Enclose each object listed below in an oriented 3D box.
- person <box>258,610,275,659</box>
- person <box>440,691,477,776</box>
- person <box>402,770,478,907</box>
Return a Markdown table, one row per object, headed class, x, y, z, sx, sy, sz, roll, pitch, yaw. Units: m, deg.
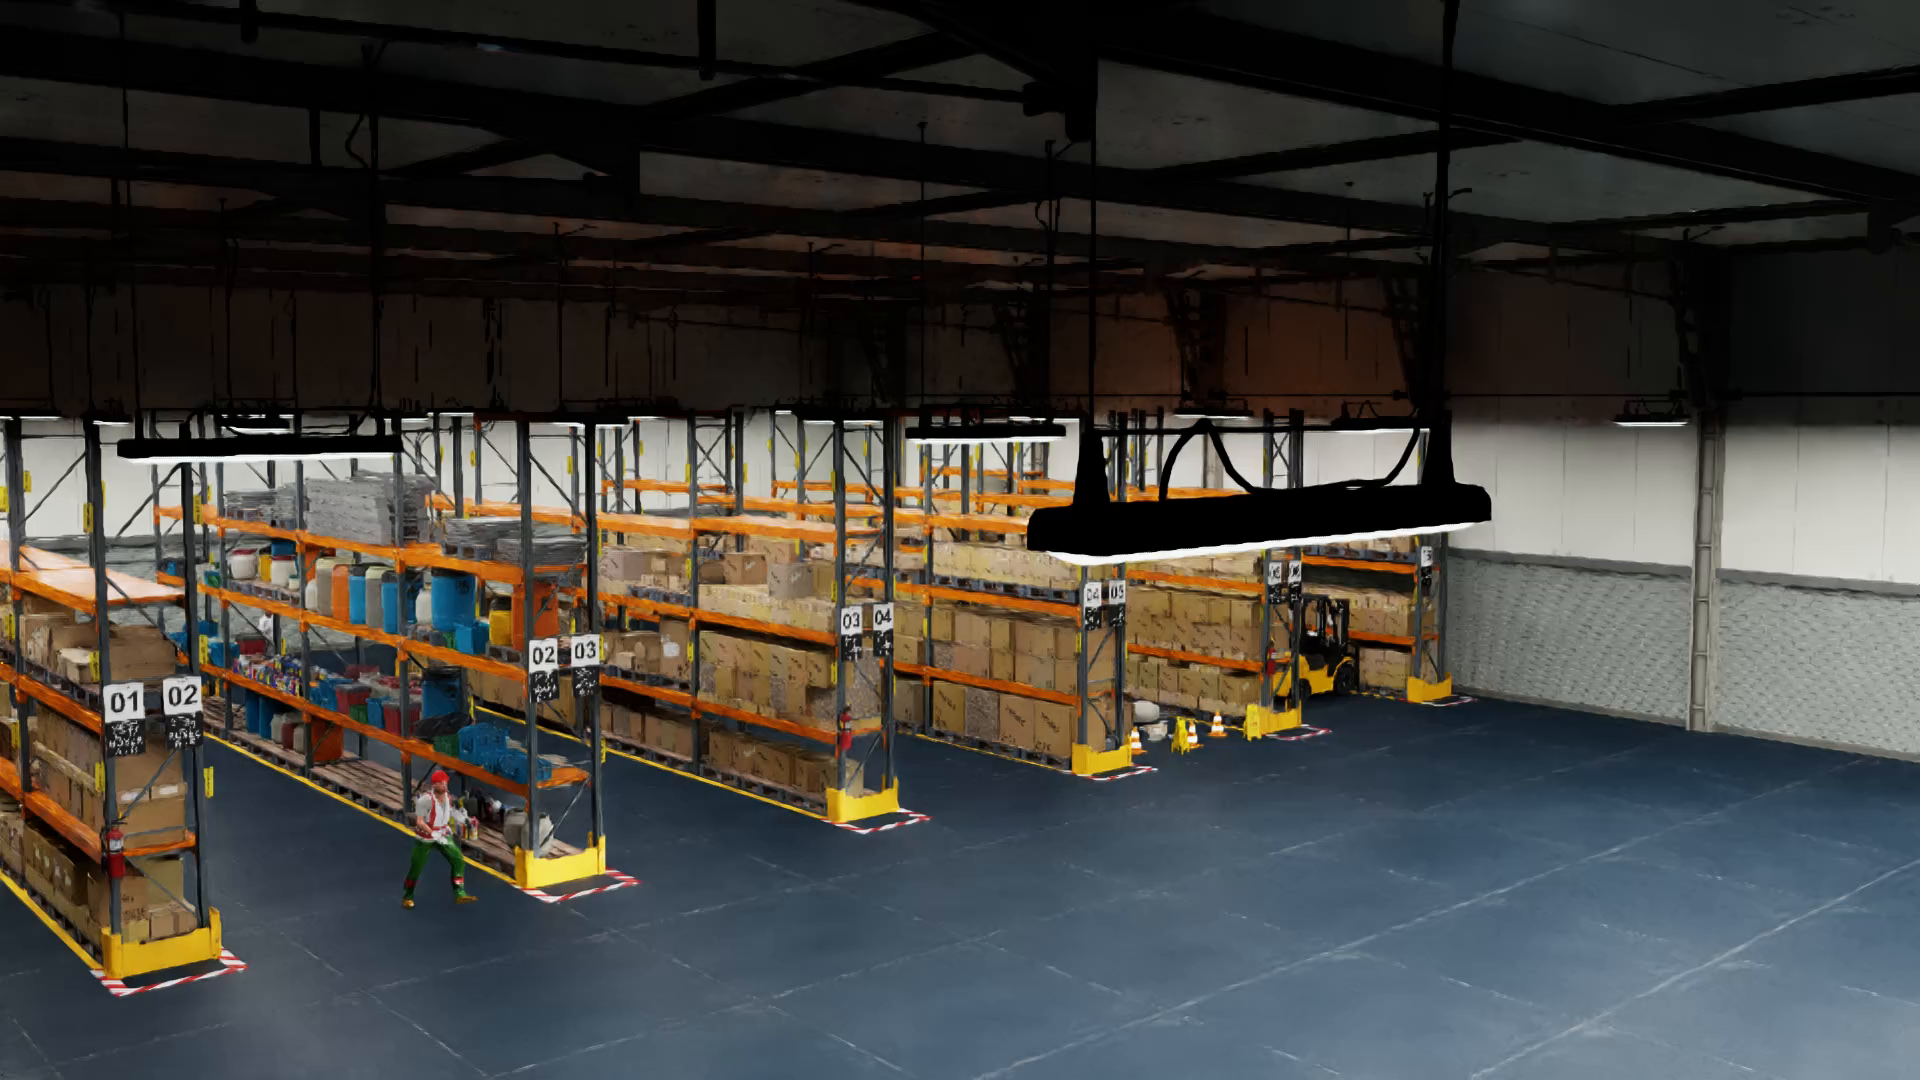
| class | x | y | z | sx | sy | sz | roll | pitch | yaw |
| --- | --- | --- | --- | --- | --- | --- | --- | --- | --- |
| person | -15.550 | 2.238 | 37.429 | 0.456 | 1.587 | 1.088 | -4 | 6 | -39 |
| person | -8.302 | 3.095 | 27.441 | 0.677 | 1.674 | 0.534 | -5 | 7 | -43 |
| person | -6.487 | 3.662 | 20.513 | 0.838 | 1.716 | 0.686 | 3 | 6 | 33 |
